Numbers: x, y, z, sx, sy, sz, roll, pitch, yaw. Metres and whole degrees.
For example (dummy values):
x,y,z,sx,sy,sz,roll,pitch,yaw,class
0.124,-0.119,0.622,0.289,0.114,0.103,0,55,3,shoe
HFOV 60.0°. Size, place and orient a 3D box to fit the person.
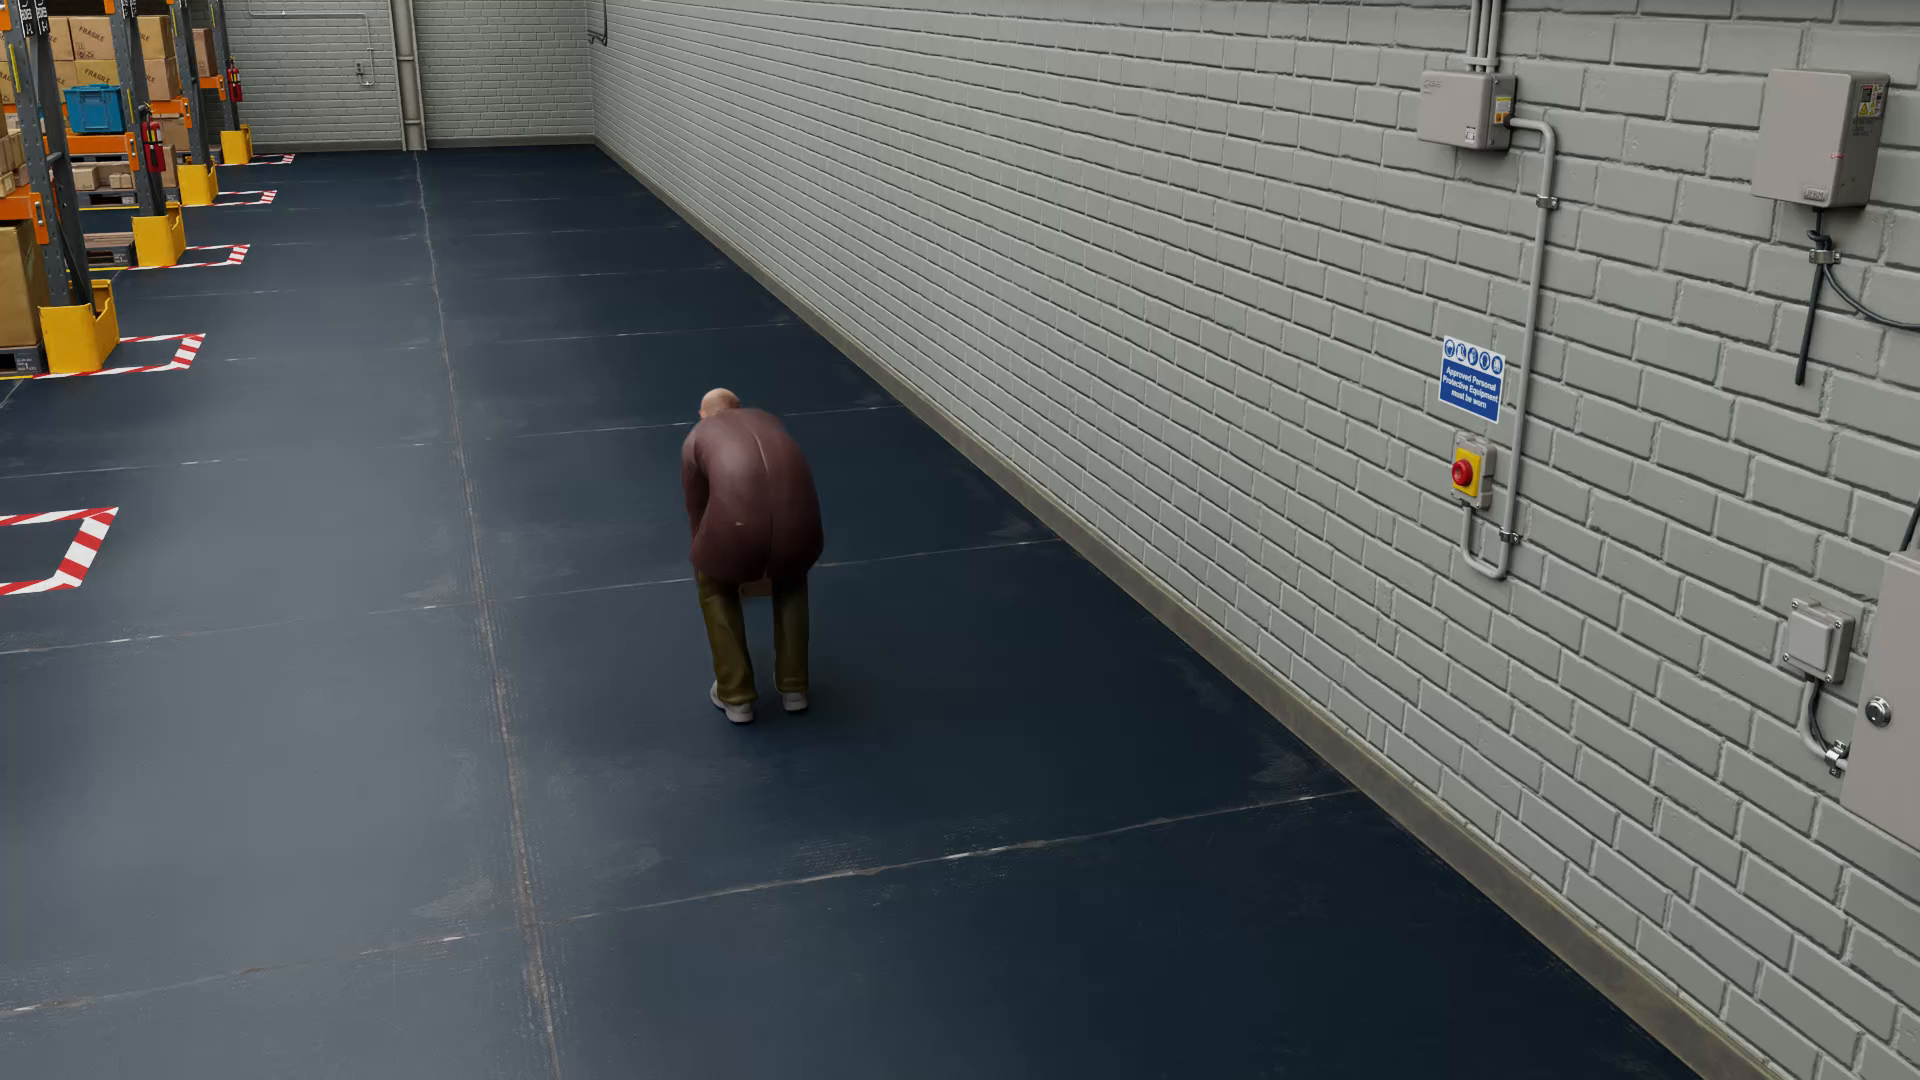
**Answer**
x,y,z,sx,sy,sz,roll,pitch,yaw,class
-0.878,0.045,6.845,0.559,1.203,0.939,-7,20,-19,person
